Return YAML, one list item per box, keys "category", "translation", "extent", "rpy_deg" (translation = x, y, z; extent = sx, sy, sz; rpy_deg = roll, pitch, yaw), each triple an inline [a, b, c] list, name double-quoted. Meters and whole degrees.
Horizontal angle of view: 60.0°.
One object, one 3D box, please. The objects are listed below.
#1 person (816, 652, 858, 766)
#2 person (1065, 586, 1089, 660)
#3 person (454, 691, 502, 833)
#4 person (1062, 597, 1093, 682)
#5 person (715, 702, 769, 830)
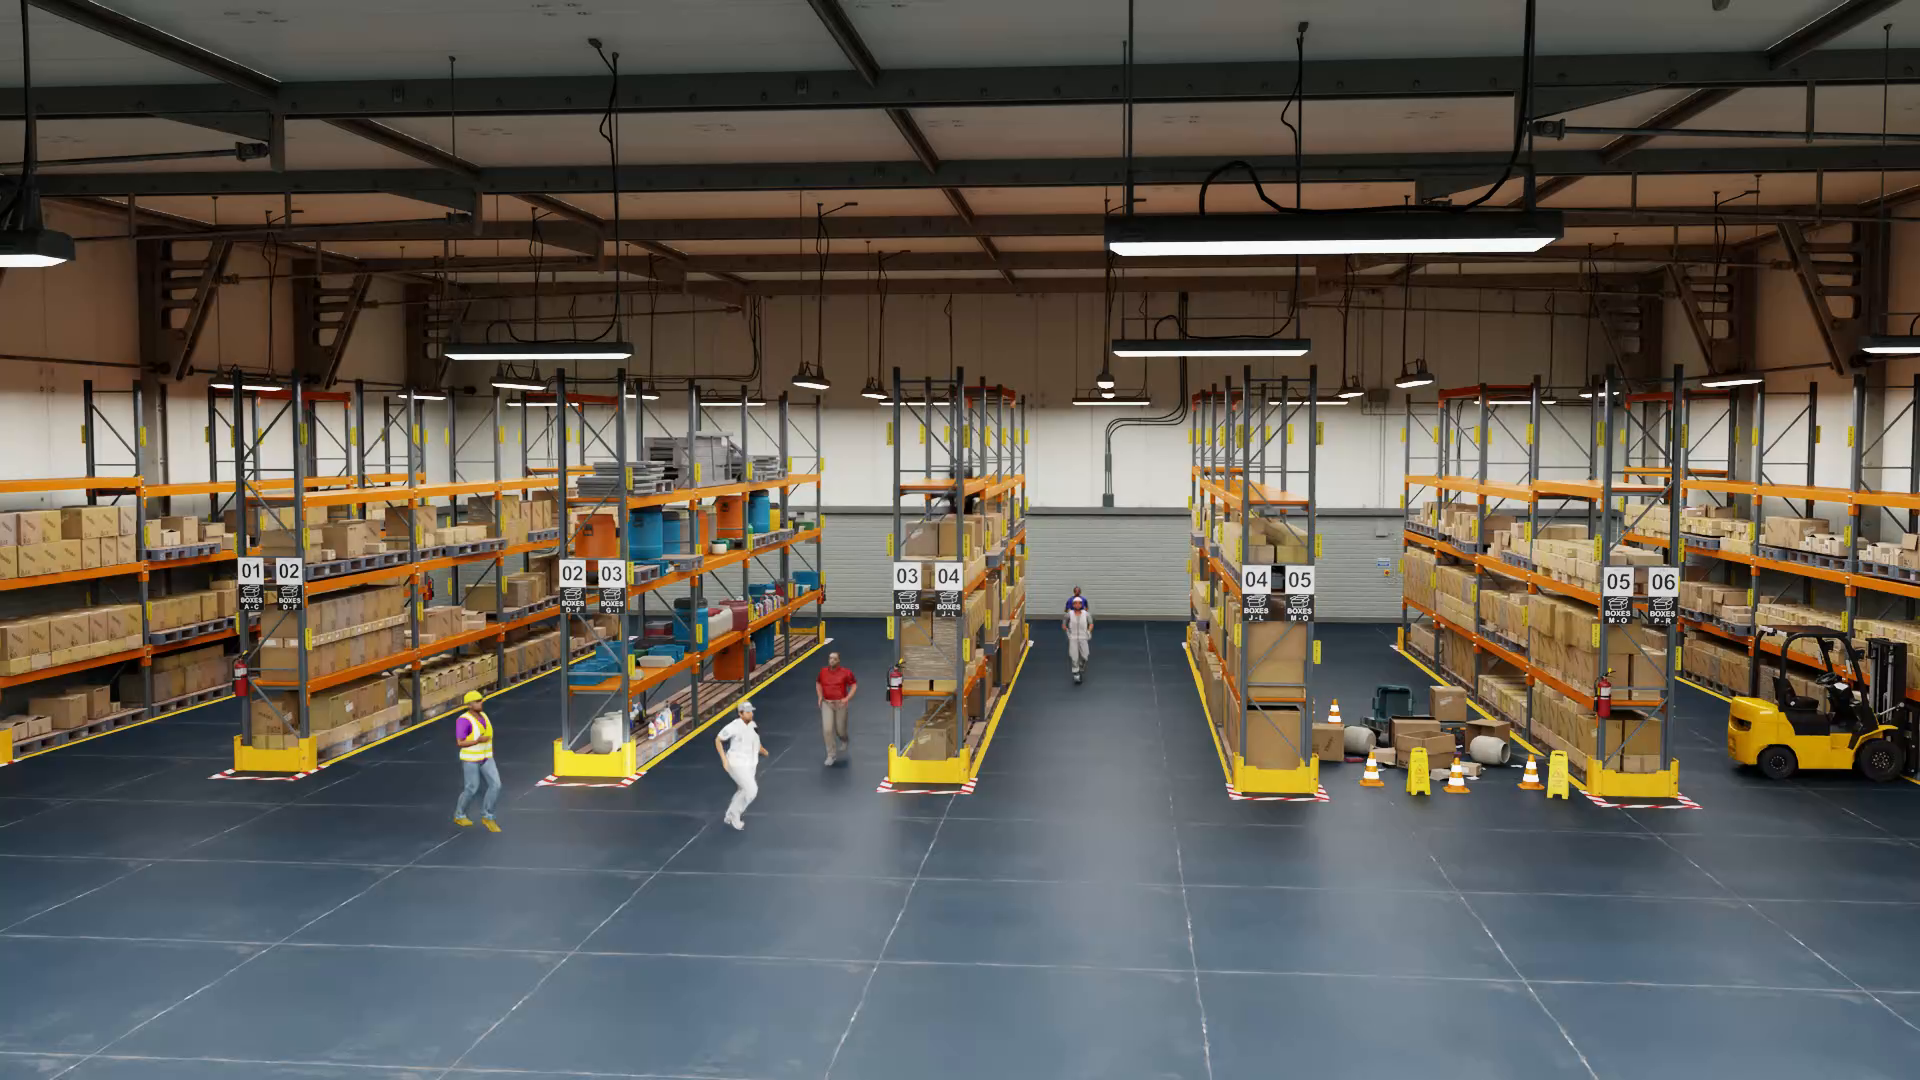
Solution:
- category: "person"
  translation: [-1.910, 2.573, 25.668]
  extent: [0.679, 1.721, 0.793]
  rpy_deg: [1, 4, 9]
- category: "person"
  translation: [2.646, 1.861, 37.674]
  extent: [0.568, 1.644, 0.818]
  rpy_deg: [0, 4, -3]
- category: "person"
  translation: [-6.105, 2.814, 21.039]
  extent: [0.717, 1.825, 0.674]
  rpy_deg: [2, 4, 29]
- category: "person"
  translation: [2.399, 2.031, 33.748]
  extent: [0.649, 1.740, 0.601]
  rpy_deg: [0, 4, 0]
- category: "person"
  translation: [-2.739, 2.864, 21.118]
  extent: [0.721, 1.631, 0.576]
  rpy_deg: [2, 4, 31]
